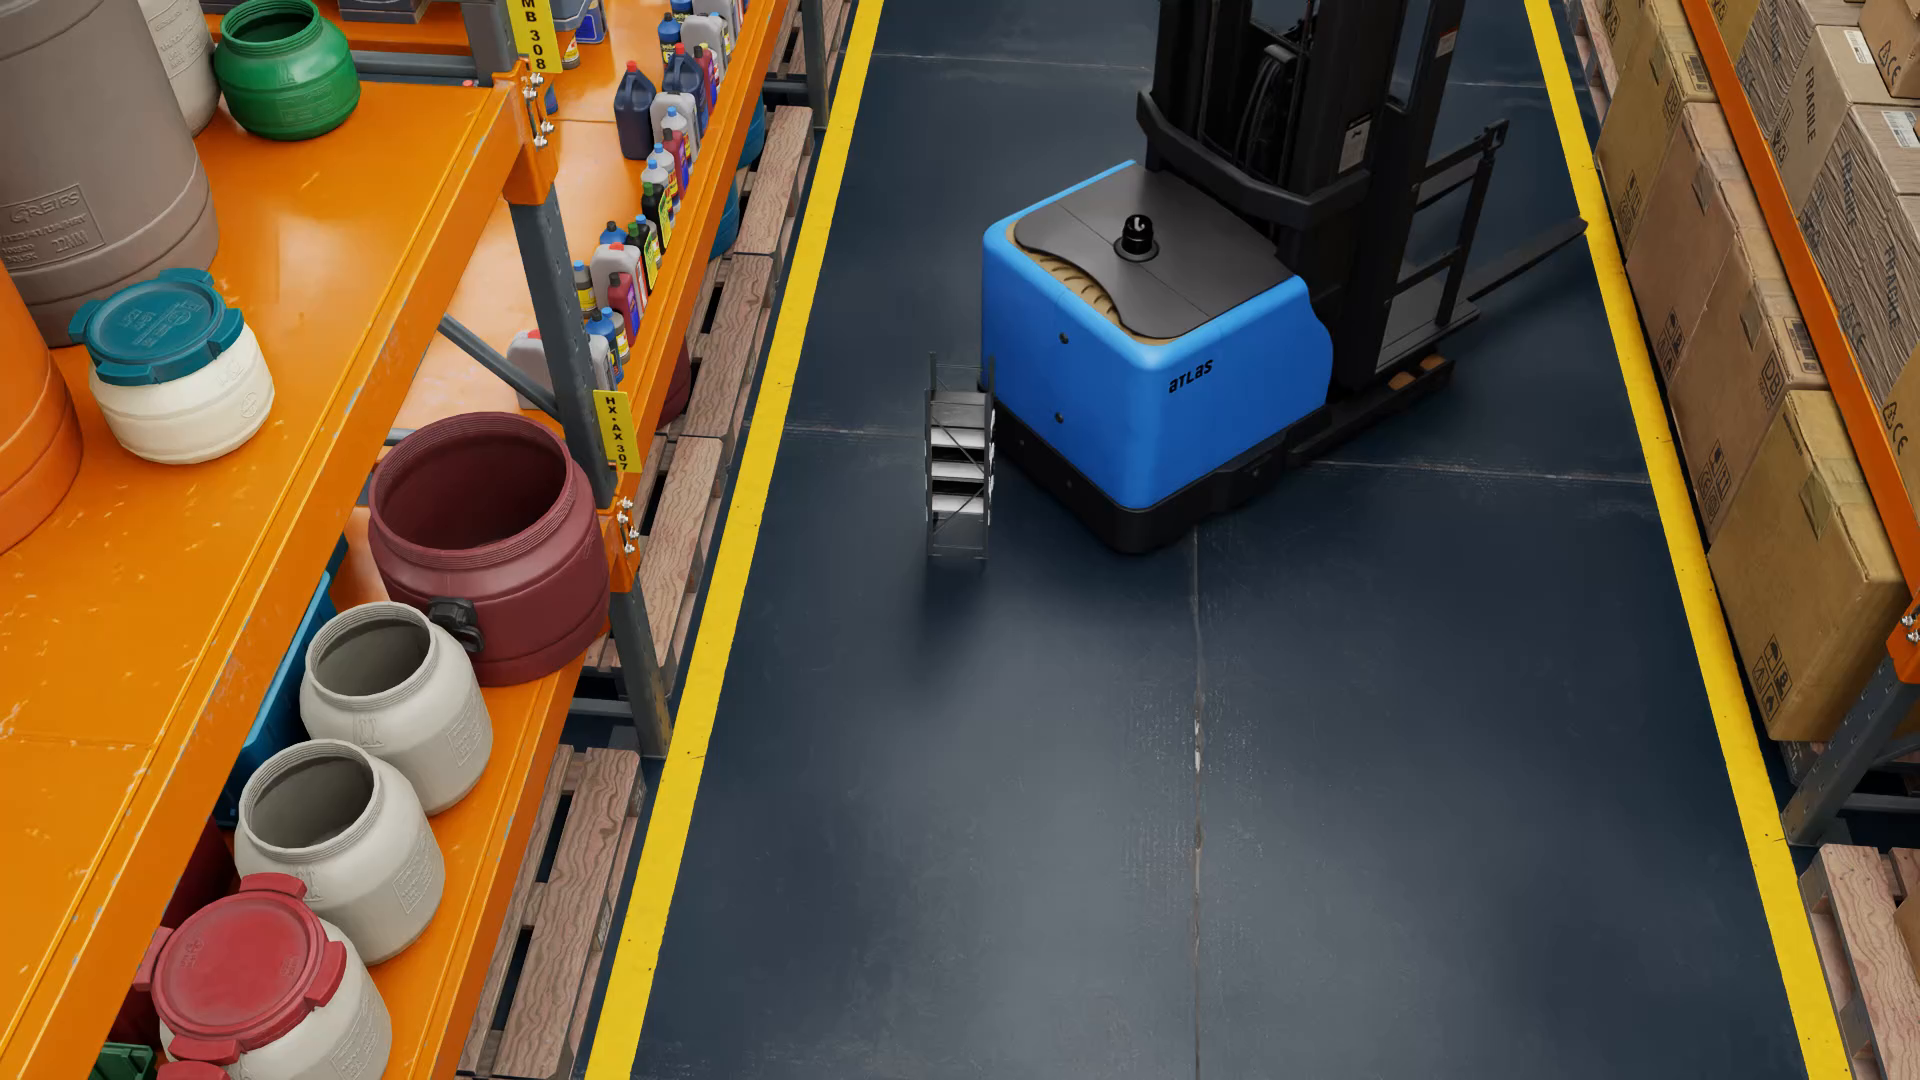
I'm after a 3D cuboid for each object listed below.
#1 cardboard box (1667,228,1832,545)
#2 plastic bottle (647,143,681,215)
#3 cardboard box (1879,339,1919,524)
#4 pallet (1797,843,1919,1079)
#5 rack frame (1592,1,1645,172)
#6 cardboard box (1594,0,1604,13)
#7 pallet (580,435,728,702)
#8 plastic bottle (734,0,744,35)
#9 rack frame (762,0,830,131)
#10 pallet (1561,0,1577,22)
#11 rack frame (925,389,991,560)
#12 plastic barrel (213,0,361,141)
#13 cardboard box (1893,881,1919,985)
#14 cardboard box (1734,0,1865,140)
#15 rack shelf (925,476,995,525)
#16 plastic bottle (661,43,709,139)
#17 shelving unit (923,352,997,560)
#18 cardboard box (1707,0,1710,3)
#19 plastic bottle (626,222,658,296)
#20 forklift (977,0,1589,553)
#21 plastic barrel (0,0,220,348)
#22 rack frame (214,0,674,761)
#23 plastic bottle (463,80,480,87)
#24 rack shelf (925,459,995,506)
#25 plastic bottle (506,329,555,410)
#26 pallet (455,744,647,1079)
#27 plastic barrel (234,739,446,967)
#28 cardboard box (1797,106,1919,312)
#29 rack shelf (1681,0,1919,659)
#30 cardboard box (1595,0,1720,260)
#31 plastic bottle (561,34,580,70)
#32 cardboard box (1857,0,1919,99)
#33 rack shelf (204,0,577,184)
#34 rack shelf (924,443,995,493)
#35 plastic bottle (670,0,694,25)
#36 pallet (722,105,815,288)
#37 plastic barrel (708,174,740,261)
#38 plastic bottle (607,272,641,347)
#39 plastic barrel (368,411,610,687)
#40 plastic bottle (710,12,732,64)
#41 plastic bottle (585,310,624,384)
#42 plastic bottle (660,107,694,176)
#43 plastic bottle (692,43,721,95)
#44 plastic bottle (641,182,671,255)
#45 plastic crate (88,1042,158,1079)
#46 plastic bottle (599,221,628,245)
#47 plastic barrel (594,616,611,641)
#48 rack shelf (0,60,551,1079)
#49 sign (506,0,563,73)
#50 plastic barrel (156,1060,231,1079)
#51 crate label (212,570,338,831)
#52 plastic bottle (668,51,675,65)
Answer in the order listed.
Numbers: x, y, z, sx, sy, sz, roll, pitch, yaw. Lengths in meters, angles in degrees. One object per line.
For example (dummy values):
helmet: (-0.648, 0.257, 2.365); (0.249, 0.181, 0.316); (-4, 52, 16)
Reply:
cardboard box: (3.550, -0.545, 6.371); (1.225, 0.875, 0.875); (4, 48, 4)
plastic bottle: (-1.072, -1.309, 6.001); (0.097, 0.271, 0.097); (0, 48, 0)
cardboard box: (3.176, -0.373, 4.991); (0.500, 0.500, 0.500); (5, 48, 5)
pallet: (3.305, 1.555, 5.185); (1.003, 0.211, 1.213); (4, 48, 4)
rack frame: (3.742, -2.900, 7.369); (1.000, 3.000, 0.127); (4, 48, 4)
cardboard box: (3.964, -3.465, 9.042); (0.875, 0.875, 0.875); (4, 48, 4)
pallet: (-1.525, 0.066, 6.547); (1.003, 0.211, 1.213); (4, 48, 4)
plastic bottle: (-0.984, -2.240, 6.850); (0.152, 0.276, 0.135); (4, 48, 4)
rack frame: (-1.190, -3.233, 7.674); (1.000, 3.000, 0.127); (4, 48, 4)
pallet: (3.998, -3.411, 9.727); (1.003, 0.211, 1.213); (4, 48, 4)
rack frame: (-0.009, -0.235, 6.355); (0.240, 0.900, 0.006); (4, 48, 4)
plastic barrel: (-1.527, -1.068, 3.767); (0.294, 0.245, 0.294); (0, 48, 0)
cardboard box: (3.336, 1.229, 4.989); (0.700, 0.500, 0.500); (2, 48, 1)
cardboard box: (3.360, -1.875, 6.364); (0.500, 0.500, 0.500); (3, 48, 3)
rack shelf: (0.001, -0.166, 6.581); (0.258, 0.077, 0.200); (4, 48, 4)
plastic bottle: (-1.049, -1.709, 6.314); (0.144, 0.351, 0.185); (4, 48, 4)
shelving unit: (0.001, -0.310, 6.423); (0.258, 0.900, 0.210); (4, 48, 4)
cardboard box: (3.451, -2.612, 7.039); (0.500, 0.500, 0.500); (4, 48, 4)
plastic bottle: (-1.094, -0.986, 5.698); (0.061, 0.283, 0.133); (4, 48, 4)
forklift: (1.550, -1.841, 6.448); (3.031, 2.935, 1.130); (-29, 54, -24)
plastic barrel: (-1.846, -0.886, 3.155); (0.600, 0.901, 0.600); (0, 48, 0)
rack frame: (-1.555, -0.293, 4.986); (1.000, 3.000, 0.127); (4, 48, 4)
plastic bottle: (-1.783, -1.557, 6.174); (0.144, 0.351, 0.185); (4, 48, 4)
rack shelf: (0.001, -0.226, 6.514); (0.258, 0.077, 0.200); (4, 48, 4)
plastic bottle: (-1.345, -0.558, 5.312); (0.152, 0.276, 0.135); (4, 48, 4)
pallet: (-1.664, 1.214, 5.496); (1.003, 0.211, 1.213); (4, 48, 4)
plastic barrel: (-1.474, 0.749, 3.957); (0.421, 0.512, 0.421); (0, 48, 0)
cardboard box: (3.271, -1.121, 5.675); (0.500, 0.500, 0.500); (2, 48, 2)
rack shelf: (3.560, -1.187, 6.291); (1.077, 0.370, 4.000); (4, 48, 4)
cardboard box: (3.703, -1.853, 7.567); (1.225, 0.875, 0.875); (4, 48, 4)
plastic bottle: (-1.592, -2.006, 6.686); (0.097, 0.201, 0.097); (0, 48, 0)
cardboard box: (3.577, -1.841, 5.653); (0.797, 0.503, 0.637); (5, 48, 5)
rack shelf: (-1.373, -2.533, 5.488); (1.077, 0.370, 4.000); (4, 48, 4)
rack shelf: (0.001, -0.287, 6.448); (0.258, 0.077, 0.200); (4, 48, 4)
plastic bottle: (-1.122, -2.135, 6.757); (0.097, 0.271, 0.097); (0, 48, 0)
pallet: (-1.302, -1.727, 8.187); (1.003, 0.211, 1.213); (4, 48, 4)
plastic barrel: (-1.322, -1.747, 7.453); (0.600, 0.901, 0.708); (4, 48, 4)
plastic bottle: (-1.118, -0.789, 5.518); (0.061, 0.283, 0.133); (4, 48, 4)
plastic barrel: (-1.296, 0.022, 4.605); (0.600, 0.536, 0.708); (4, 48, 4)
plastic bottle: (-0.979, -2.029, 6.708); (0.097, 0.201, 0.097); (0, 48, 0)
plastic bottle: (-1.156, -0.630, 5.380); (0.097, 0.271, 0.097); (0, 48, 0)
plastic bottle: (-1.051, -1.478, 6.156); (0.097, 0.271, 0.097); (0, 48, 0)
plastic bottle: (-1.000, -1.859, 6.552); (0.097, 0.201, 0.097); (0, 48, 0)
plastic bottle: (-1.073, -1.155, 5.853); (0.061, 0.283, 0.133); (4, 48, 4)
plastic crate: (-2.042, 1.419, 3.563); (0.450, 0.188, 0.662); (4, 48, 4)
plastic bottle: (-1.174, -0.974, 5.695); (0.097, 0.271, 0.097); (0, 48, 0)
plastic barrel: (-1.527, -0.063, 5.961); (0.600, 0.830, 0.708); (4, 48, 4)
rack shelf: (-1.737, 0.407, 2.800); (1.077, 0.370, 4.000); (4, 48, 4)
sign: (-1.007, -1.239, 3.888); (0.100, 0.325, 0.005); (4, 48, 4)
plastic barrel: (-1.547, 1.373, 3.370); (0.433, 0.535, 0.433); (0, 48, 0)
crate label: (-1.915, 0.407, 4.321); (0.502, 0.435, 0.616); (4, 48, 4)
plastic bottle: (-1.073, -1.789, 6.440); (0.097, 0.271, 0.097); (0, 48, 0)
